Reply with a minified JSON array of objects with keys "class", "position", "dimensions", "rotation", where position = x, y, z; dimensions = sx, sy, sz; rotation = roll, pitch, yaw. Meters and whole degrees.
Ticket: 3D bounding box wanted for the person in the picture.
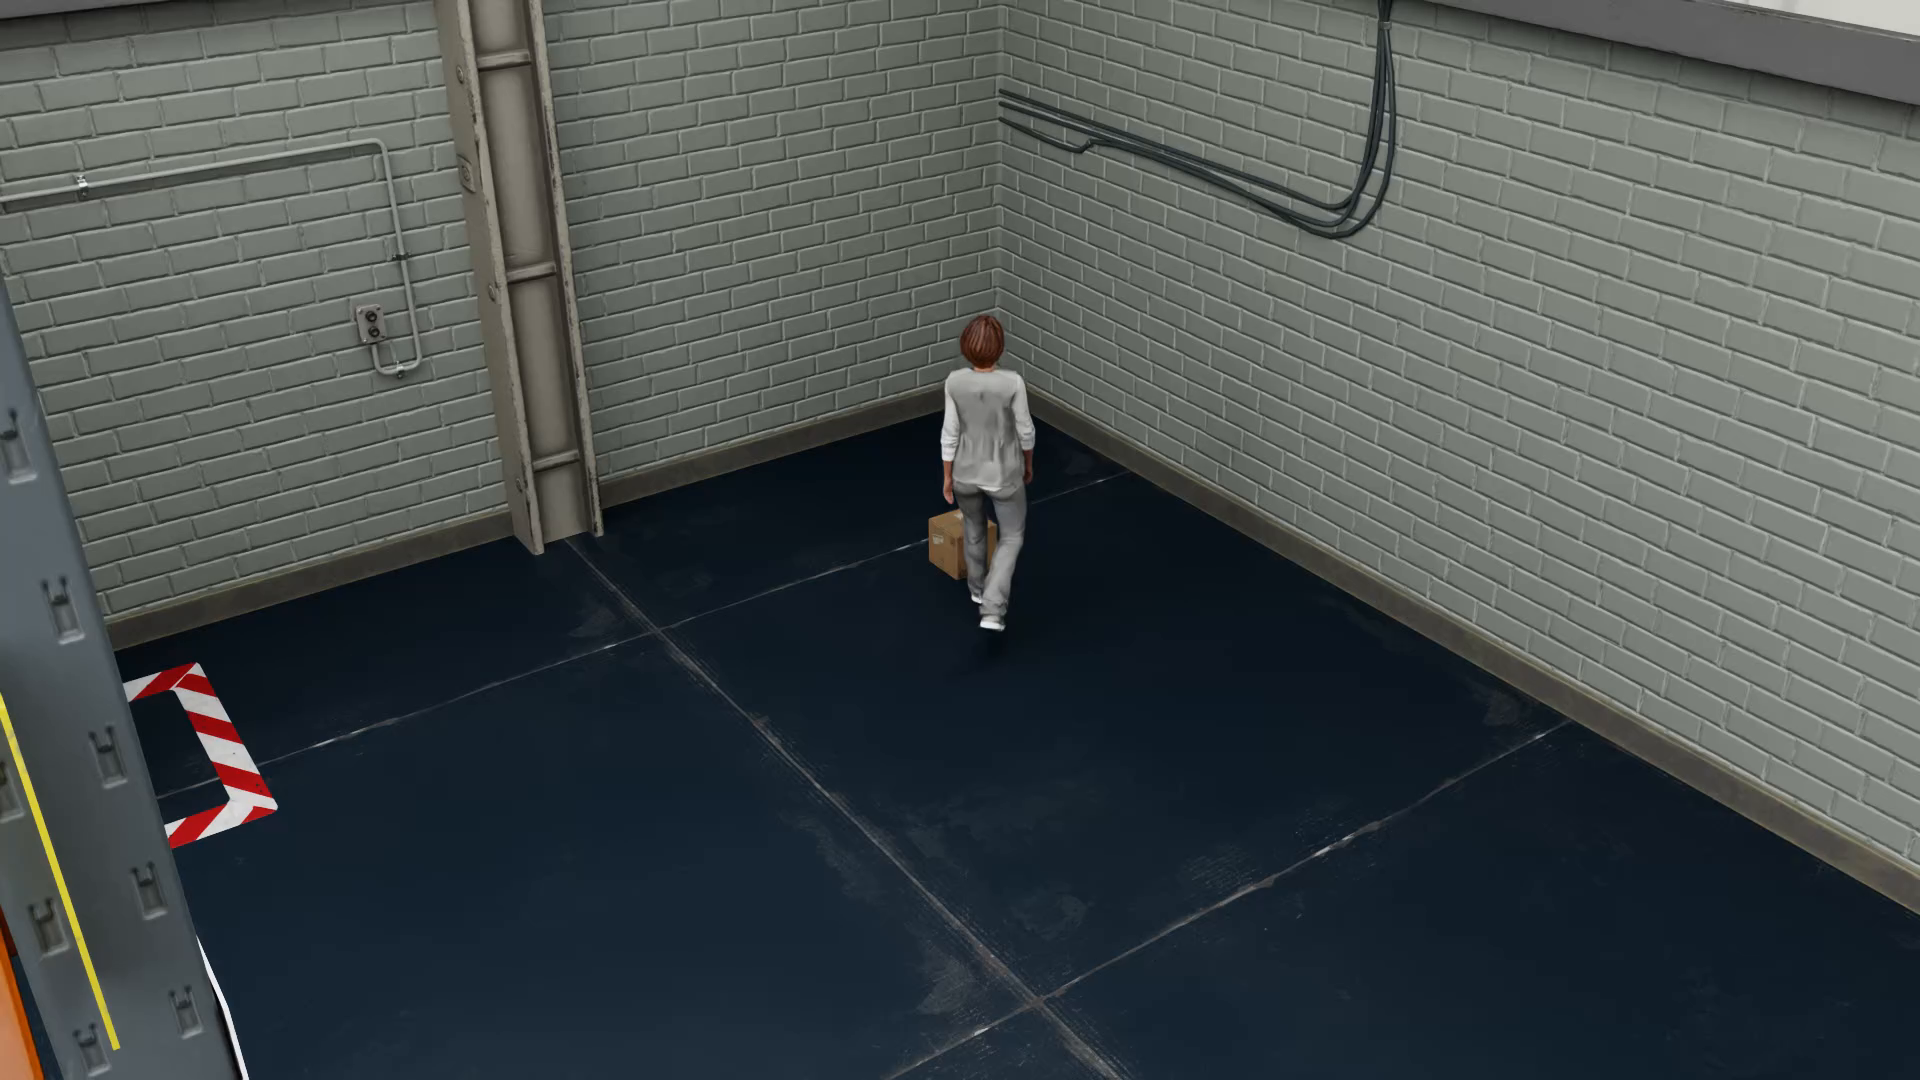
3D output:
[{"class":"person","position":[0.135,-0.310,7.689],"dimensions":[0.427,1.570,0.763],"rotation":[7,30,12]}]
